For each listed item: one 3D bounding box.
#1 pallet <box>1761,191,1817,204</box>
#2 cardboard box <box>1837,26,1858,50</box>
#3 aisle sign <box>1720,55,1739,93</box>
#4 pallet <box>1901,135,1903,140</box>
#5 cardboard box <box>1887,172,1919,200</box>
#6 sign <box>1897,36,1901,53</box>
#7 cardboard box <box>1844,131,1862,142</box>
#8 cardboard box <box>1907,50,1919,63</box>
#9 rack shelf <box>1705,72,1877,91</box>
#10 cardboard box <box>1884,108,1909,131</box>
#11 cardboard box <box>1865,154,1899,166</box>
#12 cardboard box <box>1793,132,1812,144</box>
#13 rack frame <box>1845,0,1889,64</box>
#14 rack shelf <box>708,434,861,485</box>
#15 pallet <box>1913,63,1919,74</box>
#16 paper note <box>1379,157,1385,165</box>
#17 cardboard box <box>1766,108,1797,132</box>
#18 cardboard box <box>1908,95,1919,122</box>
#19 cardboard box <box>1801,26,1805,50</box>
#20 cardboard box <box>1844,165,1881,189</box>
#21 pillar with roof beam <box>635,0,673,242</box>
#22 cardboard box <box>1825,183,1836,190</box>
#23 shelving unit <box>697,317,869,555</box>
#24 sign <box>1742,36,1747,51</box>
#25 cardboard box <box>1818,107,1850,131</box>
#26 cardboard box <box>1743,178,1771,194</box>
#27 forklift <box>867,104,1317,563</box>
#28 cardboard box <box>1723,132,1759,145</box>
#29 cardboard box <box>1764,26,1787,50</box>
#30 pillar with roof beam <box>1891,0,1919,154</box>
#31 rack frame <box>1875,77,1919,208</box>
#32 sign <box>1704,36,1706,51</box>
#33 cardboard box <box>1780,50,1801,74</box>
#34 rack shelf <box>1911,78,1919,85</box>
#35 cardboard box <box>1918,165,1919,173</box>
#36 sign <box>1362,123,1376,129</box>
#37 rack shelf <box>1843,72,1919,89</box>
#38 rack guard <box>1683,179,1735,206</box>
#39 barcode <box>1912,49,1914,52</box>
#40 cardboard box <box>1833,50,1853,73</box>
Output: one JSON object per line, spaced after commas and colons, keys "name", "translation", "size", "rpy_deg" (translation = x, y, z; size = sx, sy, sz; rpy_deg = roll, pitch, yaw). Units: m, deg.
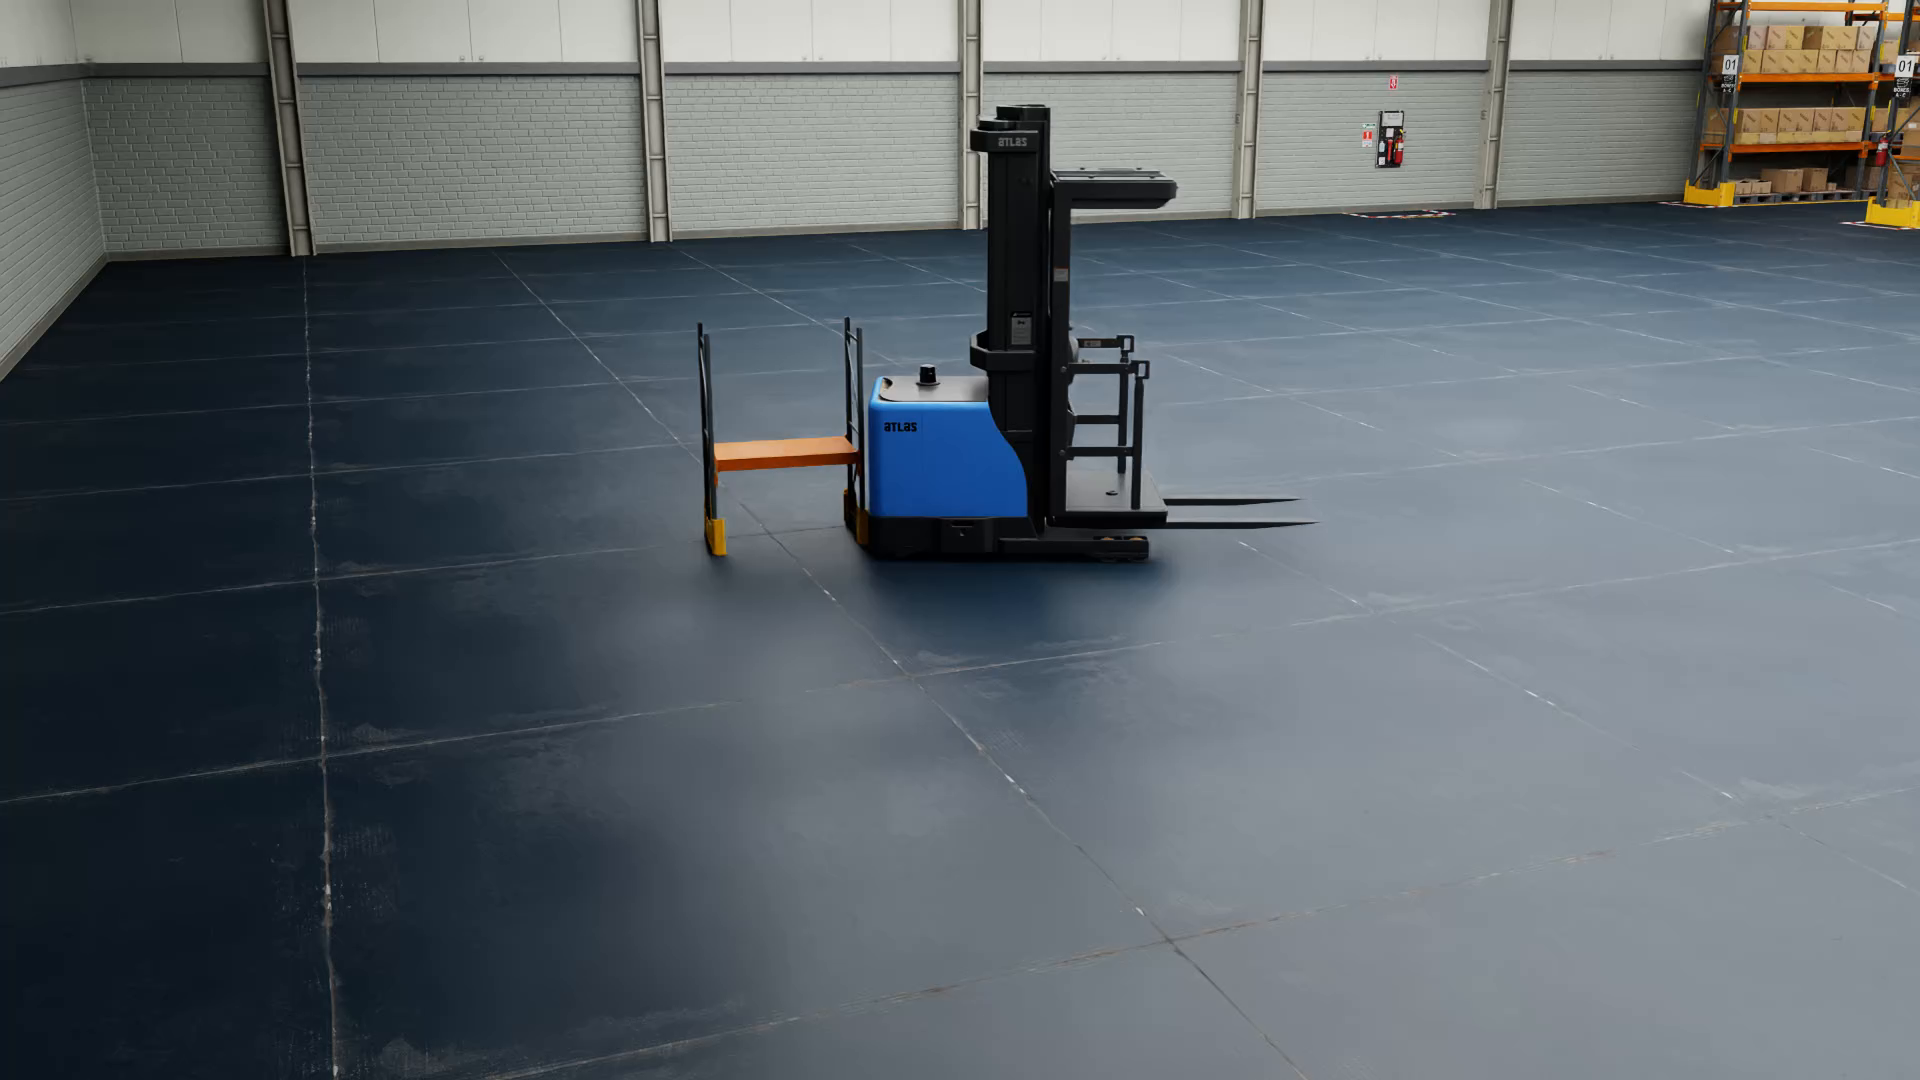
{"name": "pallet", "translation": [18.640, -7.817, 37.844], "size": [1.213, 0.211, 1.003], "rpy_deg": [-6, 17, -20]}
{"name": "cardboard box", "translation": [19.514, -11.153, 36.942], "size": [0.500, 0.500, 0.500], "rpy_deg": [-5, 17, -17]}
{"name": "aisle sign", "translation": [16.701, -10.114, 36.103], "size": [0.004, 0.787, 0.394], "rpy_deg": [-6, 17, -20]}
{"name": "pallet", "translation": [22.297, -9.457, 38.820], "size": [1.213, 0.211, 1.003], "rpy_deg": [-6, 17, -20]}
{"name": "cardboard box", "translation": [18.831, -7.025, 32.999], "size": [0.500, 0.500, 0.500], "rpy_deg": [-6, 17, -20]}
{"name": "sign", "translation": [18.255, -9.620, 32.280], "size": [0.005, 0.325, 0.100], "rpy_deg": [-6, 17, -20]}
{"name": "cardboard box", "translation": [20.062, -9.167, 37.720], "size": [0.500, 0.250, 0.500], "rpy_deg": [-6, 17, -20]}
{"name": "cardboard box", "translation": [21.510, -11.051, 37.994], "size": [0.500, 0.311, 0.500], "rpy_deg": [-6, 17, -18]}
{"name": "rack shelf", "translation": [18.528, -10.249, 37.128], "size": [4.000, 0.370, 1.077], "rpy_deg": [-6, 17, -20]}
{"name": "cardboard box", "translation": [21.408, -9.712, 38.390], "size": [0.500, 0.500, 0.700], "rpy_deg": [-4, 17, -14]}
{"name": "cardboard box", "translation": [21.487, -8.852, 38.743], "size": [0.500, 0.250, 0.500], "rpy_deg": [-7, 18, -21]}
{"name": "cardboard box", "translation": [18.660, -9.013, 37.196], "size": [0.500, 0.250, 0.500], "rpy_deg": [-6, 17, -20]}
{"name": "rack frame", "translation": [20.396, -12.235, 37.291], "size": [0.127, 3.000, 1.000], "rpy_deg": [-6, 17, -20]}
{"name": "rack shelf", "translation": [-1.222, -0.559, 11.477], "size": [1.000, 0.185, 0.538], "rpy_deg": [-4, 17, -14]}
{"name": "pallet", "translation": [19.106, -9.111, 32.135], "size": [1.213, 0.211, 1.003], "rpy_deg": [-6, 17, -20]}
{"name": "paper note", "translation": [8.891, -7.985, 35.029], "size": [0.142, 0.148, 0.016], "rpy_deg": [-6, 17, -20]}
{"name": "cardboard box", "translation": [18.164, -9.317, 36.903], "size": [0.500, 0.500, 0.500], "rpy_deg": [-7, 18, -22]}
{"name": "cardboard box", "translation": [18.927, -8.370, 32.296], "size": [0.500, 0.500, 0.700], "rpy_deg": [-6, 17, -20]}
{"name": "cardboard box", "translation": [18.416, -11.192, 37.077], "size": [0.500, 0.500, 0.500], "rpy_deg": [-6, 17, -20]}
{"name": "cardboard box", "translation": [21.077, -8.447, 38.694], "size": [0.500, 0.500, 0.700], "rpy_deg": [-6, 17, -18]}
{"name": "pillar with roof beam", "translation": [-3.866, -8.577, 24.836], "size": [0.400, 9.000, 9.100], "rpy_deg": [-6, 17, -20]}
{"name": "cardboard box", "translation": [19.907, -8.146, 38.263], "size": [0.250, 0.166, 0.380], "rpy_deg": [-9, 18, -27]}
{"name": "shelving unit", "translation": [-1.213, -0.732, 11.429], "size": [1.083, 1.500, 0.587], "rpy_deg": [-4, 17, -14]}
{"name": "sign", "translation": [16.855, -10.669, 35.731], "size": [0.005, 0.325, 0.100], "rpy_deg": [-6, 17, -20]}
{"name": "cardboard box", "translation": [19.601, -9.473, 37.433], "size": [0.500, 0.500, 0.500], "rpy_deg": [-6, 17, -20]}
{"name": "cardboard box", "translation": [17.871, -7.978, 37.432], "size": [0.500, 0.311, 0.500], "rpy_deg": [-5, 17, -15]}
{"name": "forklift", "translation": [0.897, -1.406, 11.185], "size": [3.031, 2.935, 1.130], "rpy_deg": [0, 16, 0]}
{"name": "cardboard box", "translation": [17.230, -8.856, 36.664], "size": [0.500, 0.250, 0.500], "rpy_deg": [-7, 18, -22]}
{"name": "cardboard box", "translation": [17.594, -10.942, 36.224], "size": [0.500, 0.500, 0.500], "rpy_deg": [-6, 18, -21]}
{"name": "pillar with roof beam", "translation": [24.148, -11.602, 35.136], "size": [0.400, 9.000, 9.100], "rpy_deg": [-6, 17, -20]}
{"name": "rack frame", "translation": [18.437, -7.650, 32.326], "size": [0.127, 3.000, 1.000], "rpy_deg": [-6, 17, -20]}
{"name": "sign", "translation": [16.481, -10.965, 36.720], "size": [0.005, 0.325, 0.100], "rpy_deg": [-6, 17, -20]}
{"name": "cardboard box", "translation": [18.060, -10.516, 36.548], "size": [0.500, 0.500, 0.500], "rpy_deg": [-5, 17, -18]}
{"name": "rack shelf", "translation": [20.304, -8.946, 32.691], "size": [4.000, 0.370, 1.077], "rpy_deg": [-6, 17, -20]}
{"name": "cardboard box", "translation": [22.501, -8.606, 39.237], "size": [0.500, 0.500, 0.700], "rpy_deg": [-6, 17, -20]}
{"name": "sign", "translation": [8.535, -8.648, 34.720], "size": [0.331, 0.109, 0.001], "rpy_deg": [-6, 17, -20]}
{"name": "rack shelf", "translation": [22.263, -10.652, 38.501], "size": [4.000, 0.370, 1.077], "rpy_deg": [-6, 17, -20]}
{"name": "rack guard", "translation": [16.732, -7.761, 37.141], "size": [0.348, 0.500, 1.175], "rpy_deg": [-6, 17, -20]}
{"name": "barcode", "translation": [18.546, -9.525, 32.357], "size": [0.075, 0.075, 0.001], "rpy_deg": [-6, 17, -20]}
{"name": "cardboard box", "translation": [19.536, -10.690, 37.140], "size": [0.500, 0.500, 0.500], "rpy_deg": [-8, 18, -25]}
